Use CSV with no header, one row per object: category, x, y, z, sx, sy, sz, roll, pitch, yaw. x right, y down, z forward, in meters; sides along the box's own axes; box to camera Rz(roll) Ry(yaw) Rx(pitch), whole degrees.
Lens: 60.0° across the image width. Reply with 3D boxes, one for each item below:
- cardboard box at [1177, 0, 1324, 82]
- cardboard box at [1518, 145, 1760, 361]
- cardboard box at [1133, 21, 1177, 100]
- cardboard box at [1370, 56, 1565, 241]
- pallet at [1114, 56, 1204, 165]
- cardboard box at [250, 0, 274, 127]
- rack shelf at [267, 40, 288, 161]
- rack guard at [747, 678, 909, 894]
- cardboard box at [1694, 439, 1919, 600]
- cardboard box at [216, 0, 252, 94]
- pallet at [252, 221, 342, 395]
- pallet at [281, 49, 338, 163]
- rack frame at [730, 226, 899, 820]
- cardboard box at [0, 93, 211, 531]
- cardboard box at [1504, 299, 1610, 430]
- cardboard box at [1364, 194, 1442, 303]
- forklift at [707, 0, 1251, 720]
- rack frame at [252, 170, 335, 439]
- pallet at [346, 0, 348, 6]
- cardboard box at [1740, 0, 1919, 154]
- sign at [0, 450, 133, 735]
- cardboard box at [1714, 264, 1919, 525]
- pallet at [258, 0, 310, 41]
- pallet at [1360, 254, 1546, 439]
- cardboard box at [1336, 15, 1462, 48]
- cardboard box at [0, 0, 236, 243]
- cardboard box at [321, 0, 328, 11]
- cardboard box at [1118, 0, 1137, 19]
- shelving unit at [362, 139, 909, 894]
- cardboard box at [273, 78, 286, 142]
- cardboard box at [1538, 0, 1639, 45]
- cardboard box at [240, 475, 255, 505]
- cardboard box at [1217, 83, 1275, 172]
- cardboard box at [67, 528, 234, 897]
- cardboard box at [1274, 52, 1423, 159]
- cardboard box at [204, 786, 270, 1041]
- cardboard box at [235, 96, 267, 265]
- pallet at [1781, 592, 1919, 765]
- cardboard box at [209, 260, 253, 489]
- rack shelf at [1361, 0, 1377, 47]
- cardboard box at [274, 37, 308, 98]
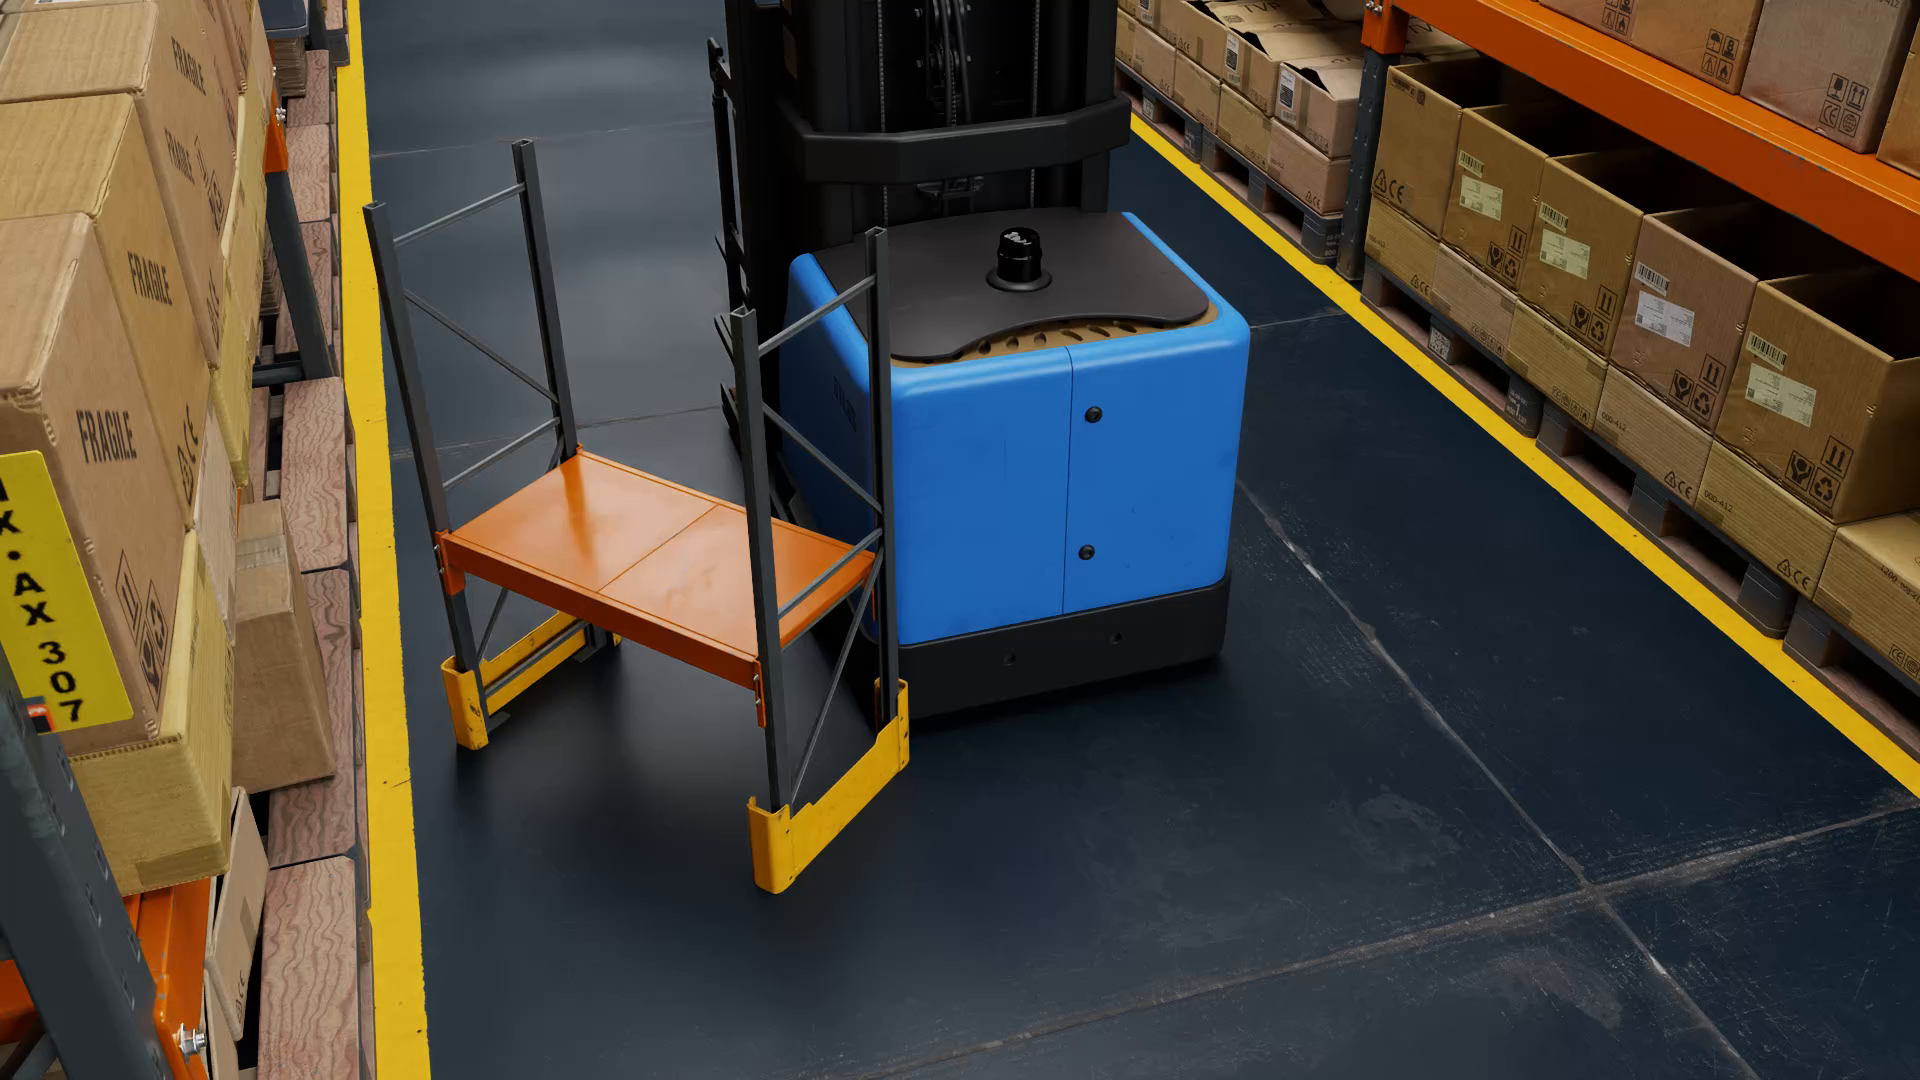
cardboard box,1.348,-2.384,7.742,0.500,0.311,0.500,-10,35,-15
cardboard box,2.208,-0.943,5.389,0.500,0.500,0.500,-10,35,-15
cardboard box,1.194,-2.422,8.308,0.500,0.250,0.500,-9,35,-14
cardboard box,1.903,-1.468,6.184,0.500,0.500,0.500,-10,35,-15
pallet,1.422,-2.282,8.512,1.003,0.211,1.213,-10,35,-15
cardboard box,-2.224,-1.336,4.669,0.500,0.250,0.500,-10,35,-15
rack shelf,-3.267,-2.338,6.720,1.077,0.370,4.000,-10,35,-15
rack guard,-0.314,0.595,4.122,0.087,0.250,0.587,19,38,26
cardboard box,2.517,-0.106,4.802,0.500,0.250,0.500,-10,35,-15
cardboard box,-2.060,-1.390,4.070,0.500,0.500,0.500,-10,35,-15
pallet,-2.896,-0.833,6.320,1.003,0.211,1.213,-10,35,-15
pallet,-3.640,-2.114,8.258,1.003,0.211,1.213,-10,35,-15
rack frame,-0.298,0.079,3.769,0.032,1.500,0.500,19,38,26
cardboard box,-1.437,-0.309,2.435,0.500,0.500,0.500,-10,35,-15
cardboard box,2.208,-0.630,5.596,0.500,0.250,0.500,-10,35,-15
cardboard box,1.912,-1.157,6.393,0.500,0.250,0.500,-10,35,-15
forklift,-0.195,-1.553,4.942,1.130,2.935,3.031,-10,35,-15
rack frame,-2.657,-1.588,4.933,1.000,3.000,0.127,-10,35,-15
pallet,-4.414,-3.591,10.493,1.003,0.211,1.213,-10,35,-15
cardboard box,2.675,-1.424,4.594,0.700,0.500,0.500,-9,35,-13
sign,-0.920,0.059,1.654,0.100,0.325,0.005,-10,35,-15
cardboard box,2.514,-0.418,4.595,0.500,0.500,0.500,-10,35,-15
pallet,-2.751,-1.934,5.630,1.003,0.211,1.213,-10,35,-15
pallet,2.262,-0.835,6.322,1.003,0.211,1.213,-10,35,-15
cardboard box,2.023,-2.208,7.475,0.500,0.311,0.500,-10,35,-15
cardboard box,-1.758,-0.850,3.254,0.500,0.500,0.500,-9,34,-13
cardboard box,-3.976,-3.375,9.205,0.750,0.750,0.750,-10,35,-15
cardboard box,1.041,-2.918,8.550,0.500,0.311,0.500,-11,35,-16
shelving unit,-0.738,-0.070,3.996,1.083,1.500,0.587,19,38,26
cardboard box,-3.383,-1.914,7.293,0.700,0.500,0.500,-10,35,-15
cardboard box,2.368,-1.957,5.400,0.700,0.500,0.500,-10,35,-15
cardboard box,-2.302,-0.191,4.686,0.500,0.500,0.500,-13,35,-18
cardboard box,1.505,-1.886,7.497,0.500,0.250,0.500,-11,35,-15
cardboard box,-1.283,0.257,2.259,0.500,0.250,0.500,-11,35,-16
cardboard box,1.663,-1.850,6.933,0.500,0.311,0.500,-10,35,-15
cardboard box,-1.736,0.772,3.400,0.500,0.311,0.500,-7,34,-11
cardboard box,-1.911,-0.812,3.876,0.500,0.250,0.500,-10,35,-15
pallet,3.007,0.446,4.384,1.003,0.211,1.213,-10,35,-15
cardboard box,-1.605,-0.282,3.074,0.500,0.250,0.500,-11,35,-15
rack shelf,1.450,-3.173,7.984,1.077,0.370,4.000,-10,35,-15
cardboard box,-3.608,-2.460,8.120,0.700,0.500,0.500,-10,35,-14
